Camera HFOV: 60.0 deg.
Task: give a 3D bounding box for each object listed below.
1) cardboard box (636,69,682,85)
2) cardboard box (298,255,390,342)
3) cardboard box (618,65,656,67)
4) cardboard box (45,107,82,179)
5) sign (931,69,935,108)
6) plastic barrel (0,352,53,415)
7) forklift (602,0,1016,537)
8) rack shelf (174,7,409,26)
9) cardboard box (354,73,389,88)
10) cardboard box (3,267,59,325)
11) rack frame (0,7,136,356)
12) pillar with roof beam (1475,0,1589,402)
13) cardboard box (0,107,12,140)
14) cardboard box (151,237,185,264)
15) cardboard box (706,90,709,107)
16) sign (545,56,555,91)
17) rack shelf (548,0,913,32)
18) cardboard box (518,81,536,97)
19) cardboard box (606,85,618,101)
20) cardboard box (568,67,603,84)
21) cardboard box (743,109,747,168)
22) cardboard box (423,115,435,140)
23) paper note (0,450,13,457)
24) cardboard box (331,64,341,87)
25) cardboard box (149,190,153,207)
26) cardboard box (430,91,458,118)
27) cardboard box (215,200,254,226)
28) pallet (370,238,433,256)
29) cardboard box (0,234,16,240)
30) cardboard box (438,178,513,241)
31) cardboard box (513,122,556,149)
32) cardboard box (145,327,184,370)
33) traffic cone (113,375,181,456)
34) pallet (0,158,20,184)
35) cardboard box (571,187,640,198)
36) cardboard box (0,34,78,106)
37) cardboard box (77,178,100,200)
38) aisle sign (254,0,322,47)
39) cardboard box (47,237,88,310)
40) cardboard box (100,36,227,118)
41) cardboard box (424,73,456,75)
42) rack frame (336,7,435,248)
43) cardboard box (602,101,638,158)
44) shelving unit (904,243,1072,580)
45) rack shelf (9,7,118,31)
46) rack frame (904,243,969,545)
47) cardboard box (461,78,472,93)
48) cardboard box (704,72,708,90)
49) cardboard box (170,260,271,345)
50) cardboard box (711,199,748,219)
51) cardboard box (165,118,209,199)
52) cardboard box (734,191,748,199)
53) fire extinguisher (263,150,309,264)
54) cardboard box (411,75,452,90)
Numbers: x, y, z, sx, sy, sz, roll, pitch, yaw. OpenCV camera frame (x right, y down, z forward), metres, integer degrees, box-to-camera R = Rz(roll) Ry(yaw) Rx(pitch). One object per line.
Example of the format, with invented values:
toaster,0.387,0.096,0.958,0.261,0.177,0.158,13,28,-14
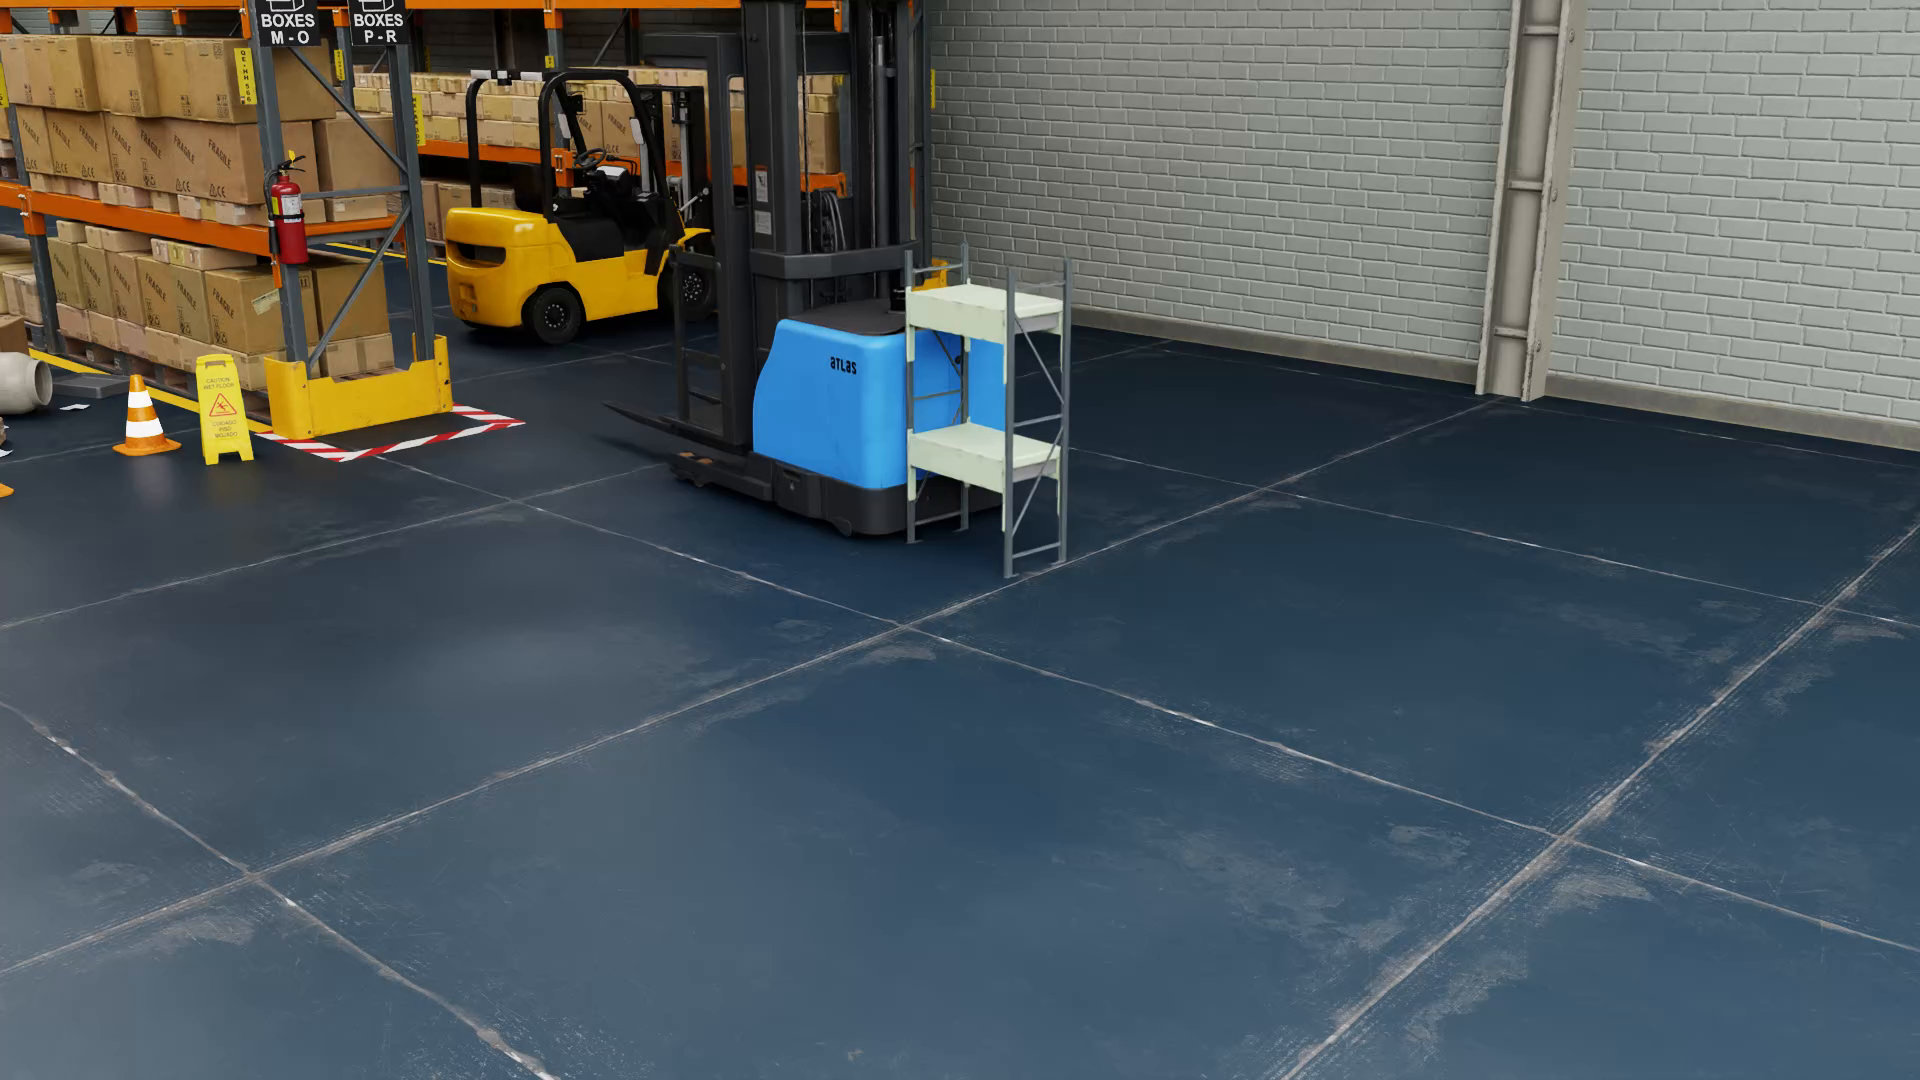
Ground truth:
cardboard box,-2.788,-4.304,15.485,0.250,0.149,0.380,15,23,38
cardboard box,-4.356,-1.688,11.583,0.500,0.500,0.500,14,22,37
cardboard box,-3.178,-4.642,16.549,0.250,0.149,0.380,15,23,39
cardboard box,-6.375,-2.957,12.315,0.500,0.500,0.500,15,23,39
sign,-0.253,-3.910,14.412,0.005,0.325,0.100,15,23,39
plastic barrel,-6.468,-1.056,11.239,0.512,0.421,0.421,-3,18,-8
forklift,-1.045,-1.789,9.403,1.130,2.935,3.031,-15,23,-39
rack shelf,-8.105,-6.430,20.145,4.000,0.370,1.077,15,23,39
cardboard box,-6.567,-5.168,18.700,0.250,0.149,0.380,16,24,41
cardboard box,-7.304,-2.067,13.817,0.625,0.372,0.950,15,23,40
rack frame,-6.910,-3.015,13.153,0.127,3.000,1.000,15,23,39
pillar with roof beam,1.082,-4.360,7.474,0.400,9.000,9.100,15,23,39
cardboard box,-7.407,-3.445,13.158,0.500,0.500,0.500,15,23,38
cardboard box,-5.391,-2.033,11.598,0.250,0.149,0.380,16,24,42
cardboard box,-2.047,-3.951,14.864,0.250,0.149,0.380,15,23,40
sign,-3.971,-4.528,16.138,0.005,0.325,0.100,15,23,39
rack shelf,-2.122,-4.824,15.084,4.000,0.370,1.077,15,23,39
cardboard box,-4.226,-4.562,16.789,0.250,0.149,0.380,15,23,38
cardboard box,-3.146,-4.274,15.884,0.250,0.149,0.380,15,23,39
cardboard box,-3.576,-4.506,16.123,0.250,0.149,0.380,16,23,40
cardboard box,-1.550,-3.529,14.607,0.500,0.500,0.500,16,24,41
cardboard box,-5.677,-4.522,18.150,0.500,0.250,0.500,14,22,38
paper note,-5.946,-0.536,10.250,0.142,0.019,0.148,7,19,21
cardboard box,-7.953,-5.477,20.046,0.637,0.503,0.797,14,23,38
cardboard box,-5.470,-2.430,11.725,0.250,0.149,0.380,15,23,39
cardboard box,-5.288,-4.657,17.750,0.500,0.250,0.500,15,23,40
cardboard box,-4.603,-2.145,10.826,0.250,0.149,0.380,15,23,39
pallet,-6.020,-3.439,19.098,1.213,0.211,1.003,15,23,39
cardboard box,-9.485,-2.650,15.653,0.625,0.372,0.950,13,22,36
cardboard box,-5.154,-3.617,18.282,0.625,0.625,0.875,14,22,37
cardboard box,-4.168,-4.109,16.849,0.500,0.250,0.500,16,23,40
cardboard box,-5.478,-1.412,11.955,0.500,0.250,0.500,14,22,37
traffic cone,-5.096,-0.797,10.358,0.334,0.463,0.336,15,23,39
pallet,-7.385,-3.110,13.769,1.213,0.211,1.003,15,23,39
cardboard box,-3.464,-3.337,16.365,0.500,0.250,0.500,15,23,38
cardboard box,-6.724,-3.544,12.509,0.500,0.500,0.700,15,23,39
cardboard box,-6.283,-2.616,12.313,0.250,0.149,0.380,16,24,41
aisle sign,-4.064,-3.373,9.983,0.004,0.787,0.394,15,23,39
cardboard box,-6.648,-2.082,12.826,0.500,0.500,0.500,16,24,42
cardboard box,-5.268,-3.113,11.153,0.500,0.500,0.700,15,23,39
cardboard box,-5.809,-5.186,18.757,0.250,0.149,0.380,15,23,39
rack frame,-6.609,-4.942,19.225,0.127,3.000,1.000,15,23,39
cardboard box,-3.059,-3.937,15.894,0.500,0.500,0.500,16,23,40
shelving unit,0.128,-0.649,8.176,0.431,1.500,0.755,-15,23,-39
rack shelf,-8.406,-4.503,14.073,4.000,0.370,1.077,15,23,39
rack frame,-0.114,-0.732,8.438,0.400,1.500,0.023,-15,23,-39
cardboard box,-4.996,-4.764,17.426,0.250,0.149,0.380,15,23,40
cardboard box,-2.055,-4.092,14.817,0.250,0.149,0.380,16,23,40
cardboard box,-5.083,-1.665,11.510,0.500,0.500,0.500,16,24,41
cardboard box,-1.947,-2.924,15.064,0.500,0.250,0.500,15,23,40
cardboard box,-4.878,-2.549,11.029,0.500,0.500,0.500,15,23,39
cardboard box,-1.981,-3.148,15.770,0.500,0.250,0.500,14,23,38
fire extinguisher,-4.138,-2.048,10.233,0.183,0.674,0.296,15,23,39
cardboard box,-5.745,-4.976,18.093,0.250,0.149,0.380,15,23,40
